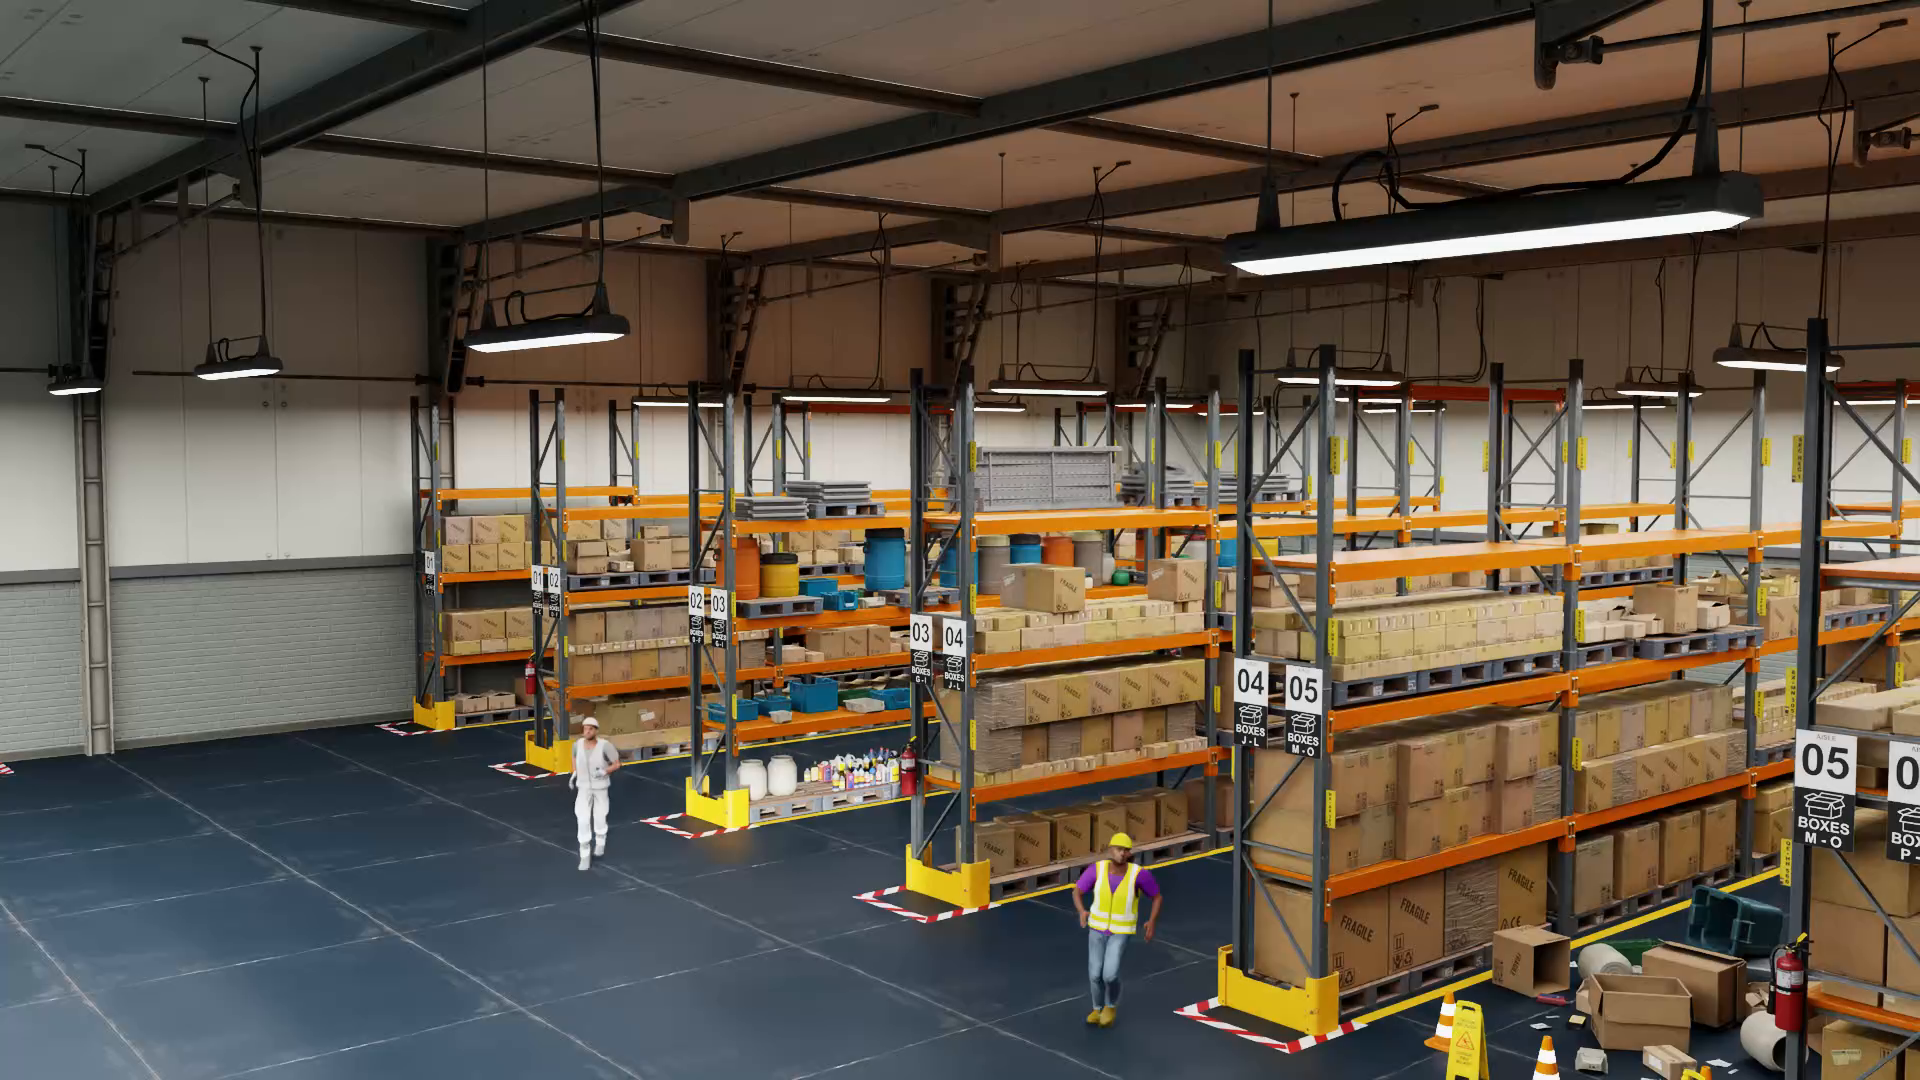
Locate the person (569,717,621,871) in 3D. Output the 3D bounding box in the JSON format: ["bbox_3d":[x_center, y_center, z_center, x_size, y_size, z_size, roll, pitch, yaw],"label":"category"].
[{"bbox_3d":[-4.461,3.070,20.358,0.637,1.842,0.787,0,3,-2],"label":"person"}]

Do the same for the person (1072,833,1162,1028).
[{"bbox_3d":[1.350,3.435,14.612,0.781,1.723,0.569,1,4,18],"label":"person"}]
